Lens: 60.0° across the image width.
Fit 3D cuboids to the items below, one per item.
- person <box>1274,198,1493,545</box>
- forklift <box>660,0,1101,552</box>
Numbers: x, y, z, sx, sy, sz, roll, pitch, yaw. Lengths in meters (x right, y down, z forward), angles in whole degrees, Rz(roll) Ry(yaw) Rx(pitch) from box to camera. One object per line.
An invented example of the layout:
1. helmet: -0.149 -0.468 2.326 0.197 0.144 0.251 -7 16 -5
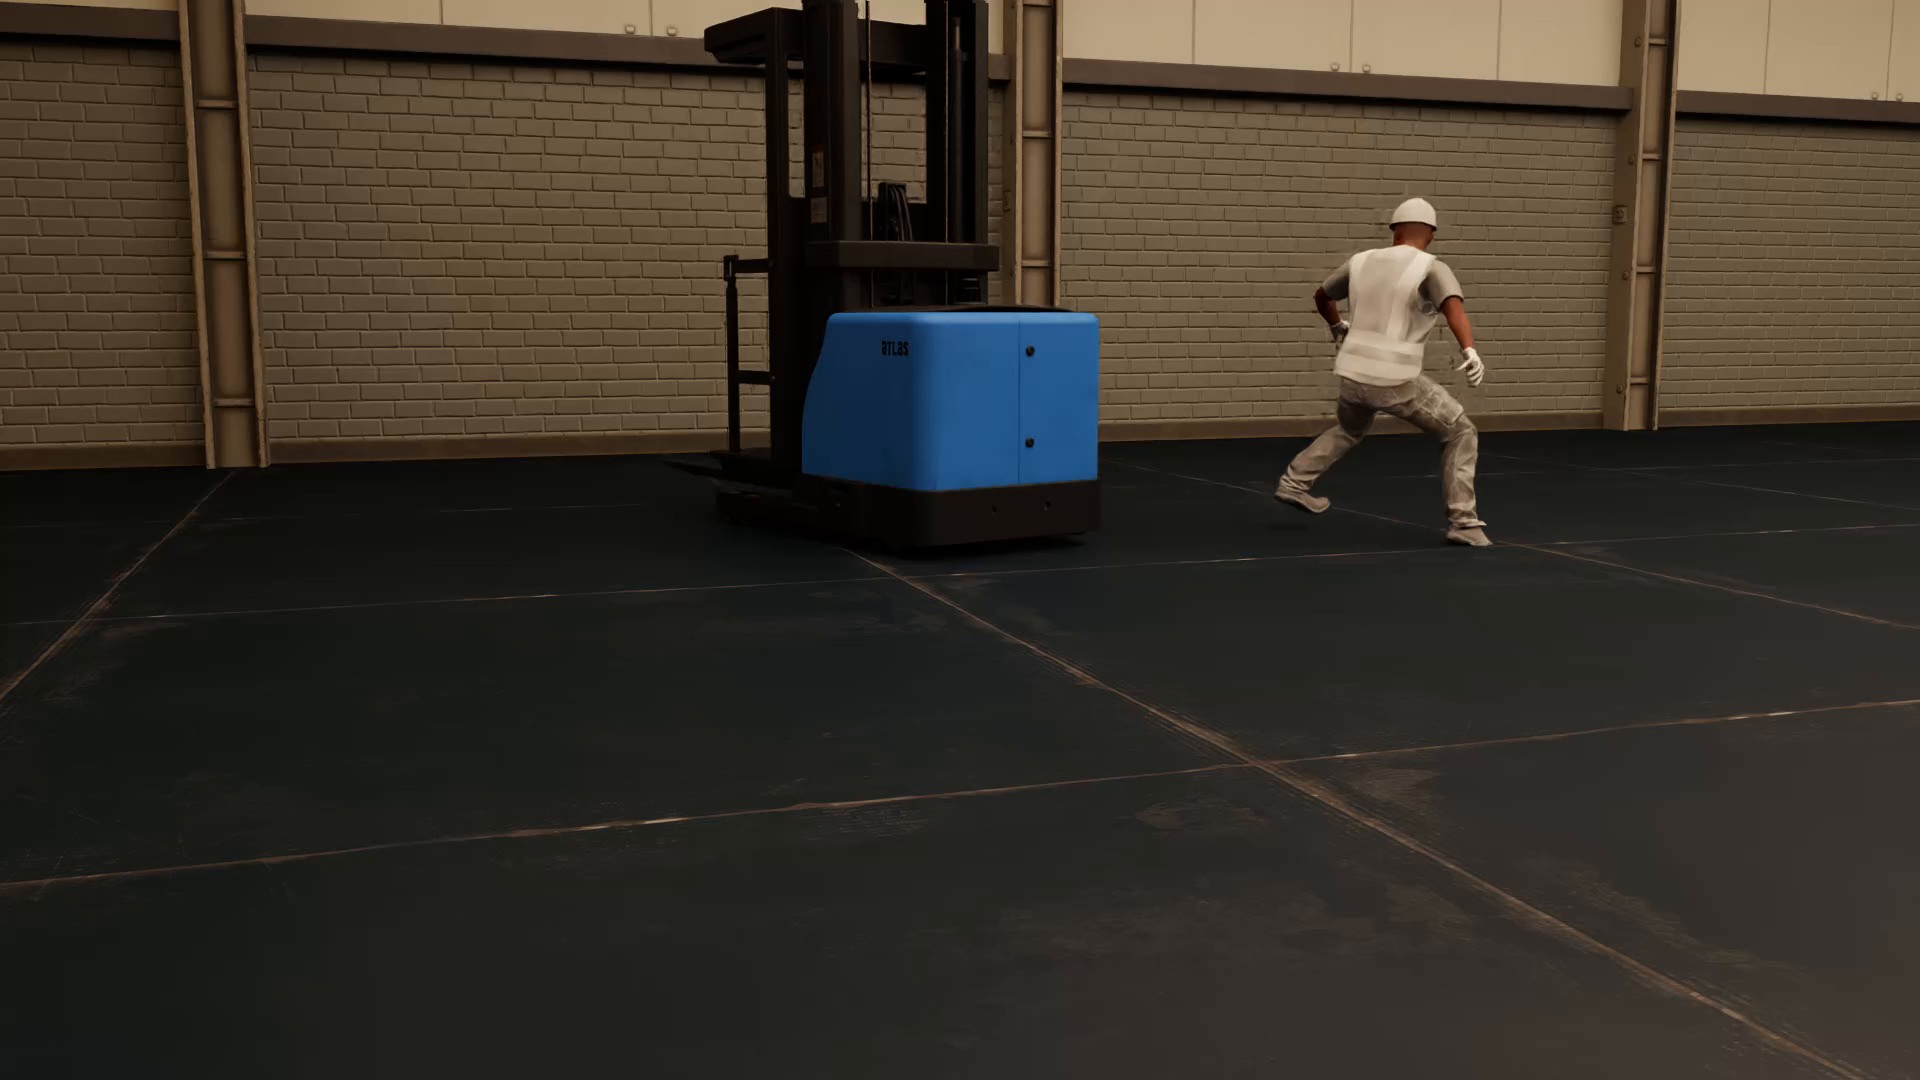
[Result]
1. person: 2.103 -0.772 7.916 0.556 1.696 1.232 -5 9 -31
2. forklift: -0.603 -1.555 8.483 1.130 2.935 3.031 -5 9 -35
